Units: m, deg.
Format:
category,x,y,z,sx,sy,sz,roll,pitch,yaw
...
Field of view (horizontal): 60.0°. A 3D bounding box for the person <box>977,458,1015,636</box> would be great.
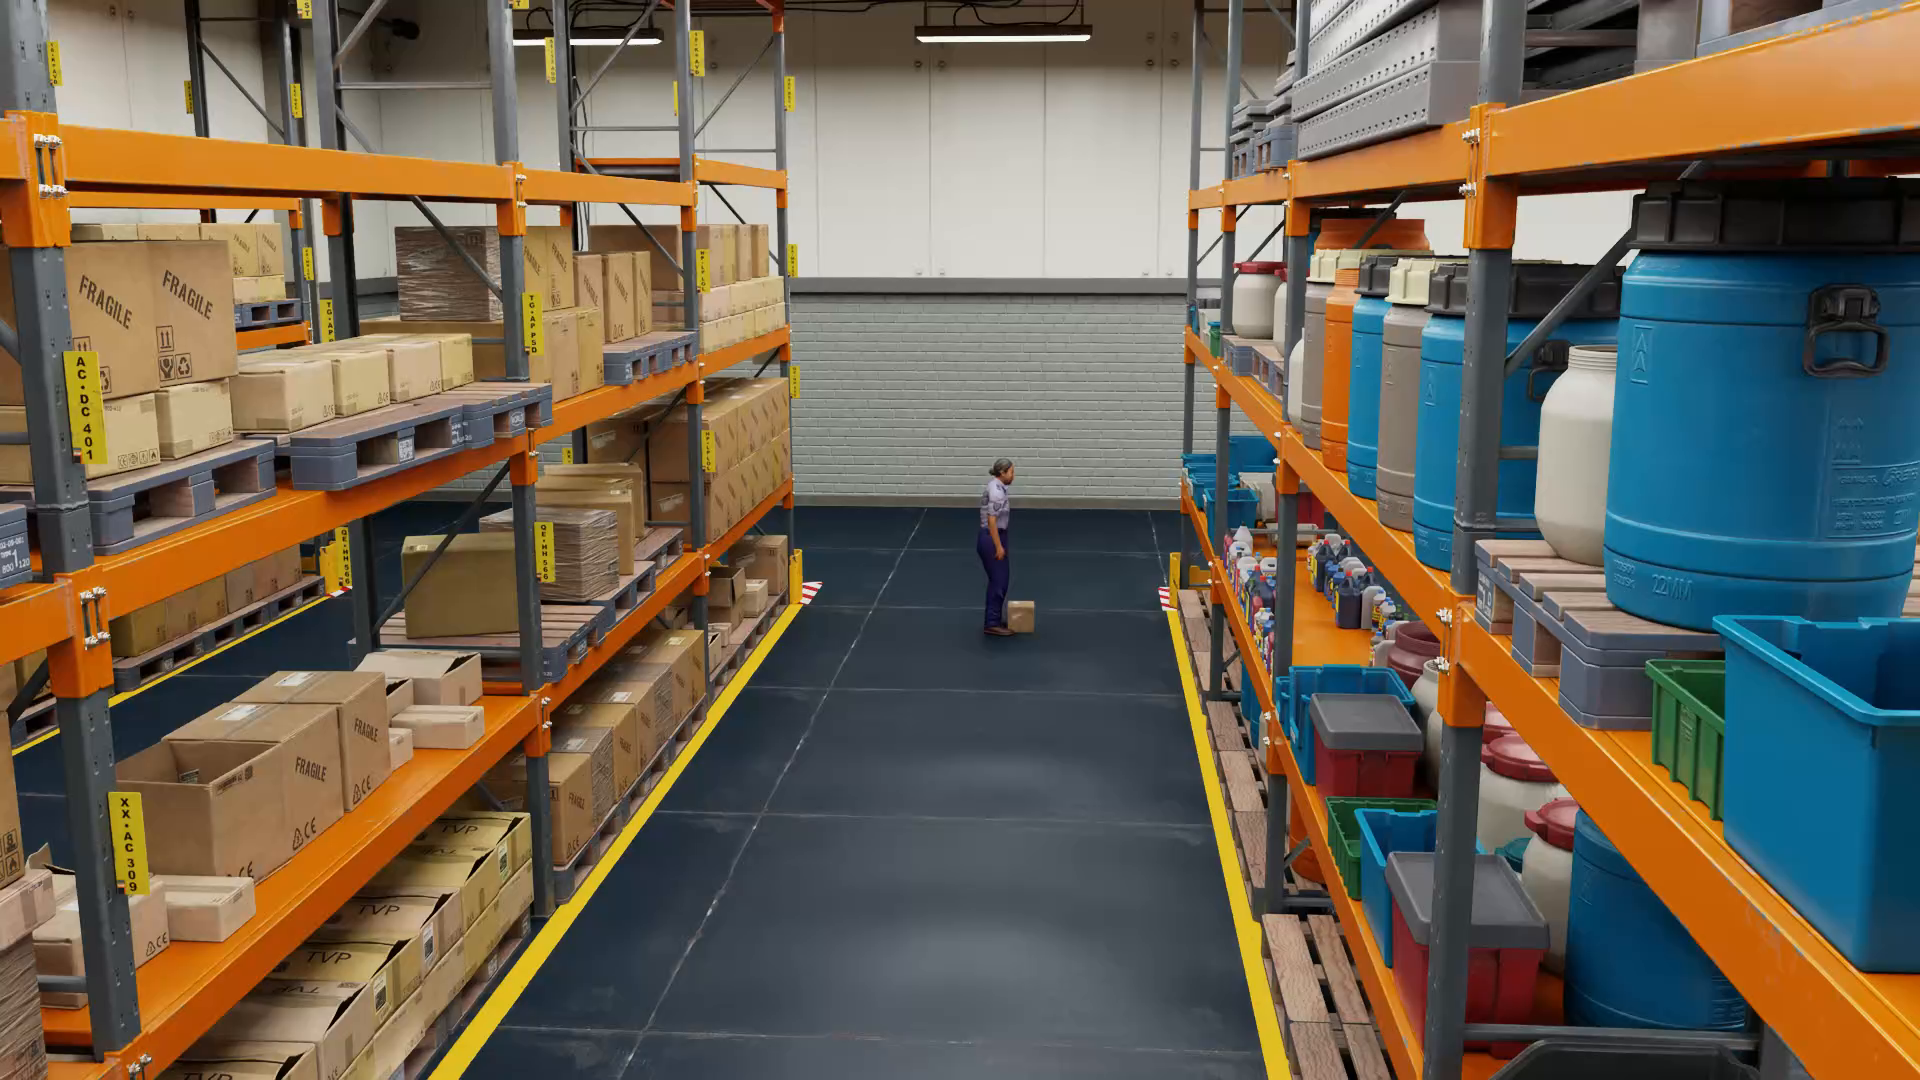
category,x,y,z,sx,sy,sz,roll,pitch,yaw
person,0.341,0.053,15.716,0.368,1.636,0.546,0,11,1
